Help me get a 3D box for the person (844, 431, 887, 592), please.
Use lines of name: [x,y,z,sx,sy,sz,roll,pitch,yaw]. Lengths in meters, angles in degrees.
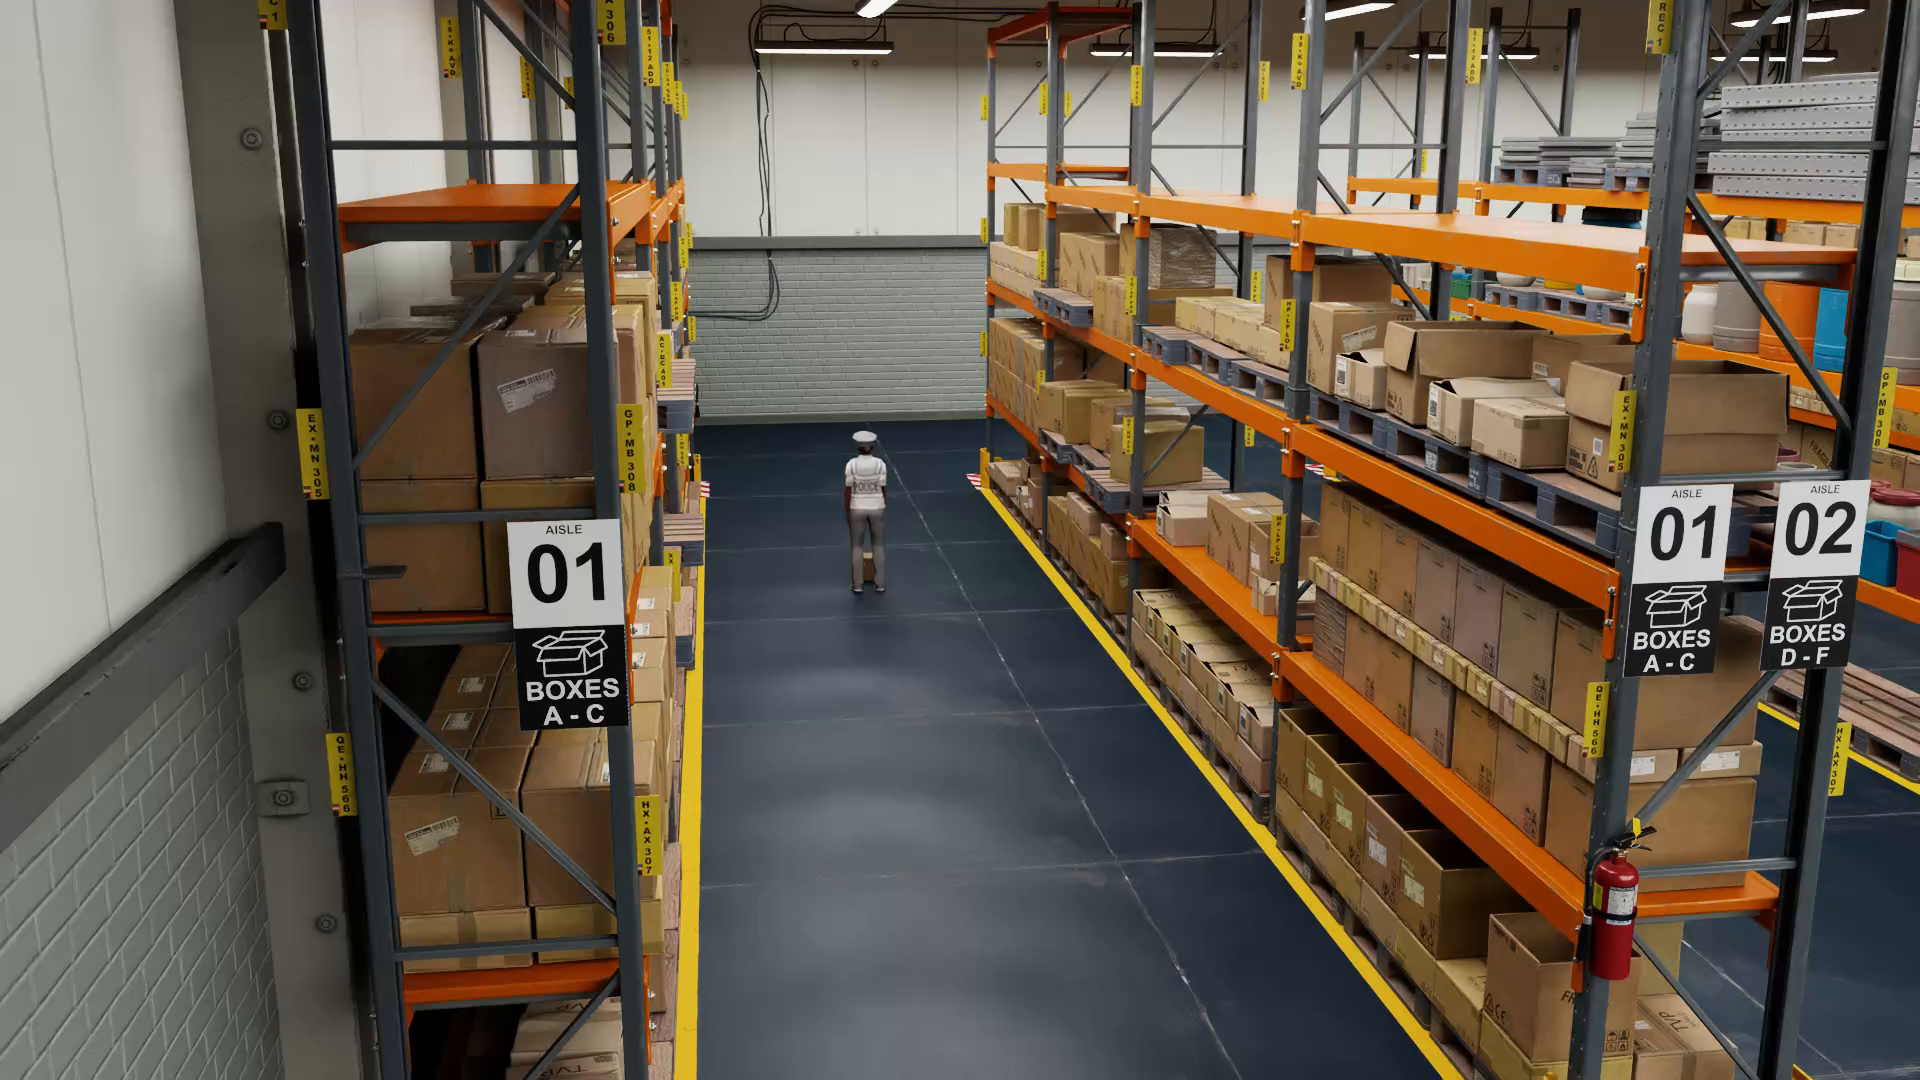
person: [-0.977,-0.288,17.201,0.437,1.671,0.341,-2,13,-7]
